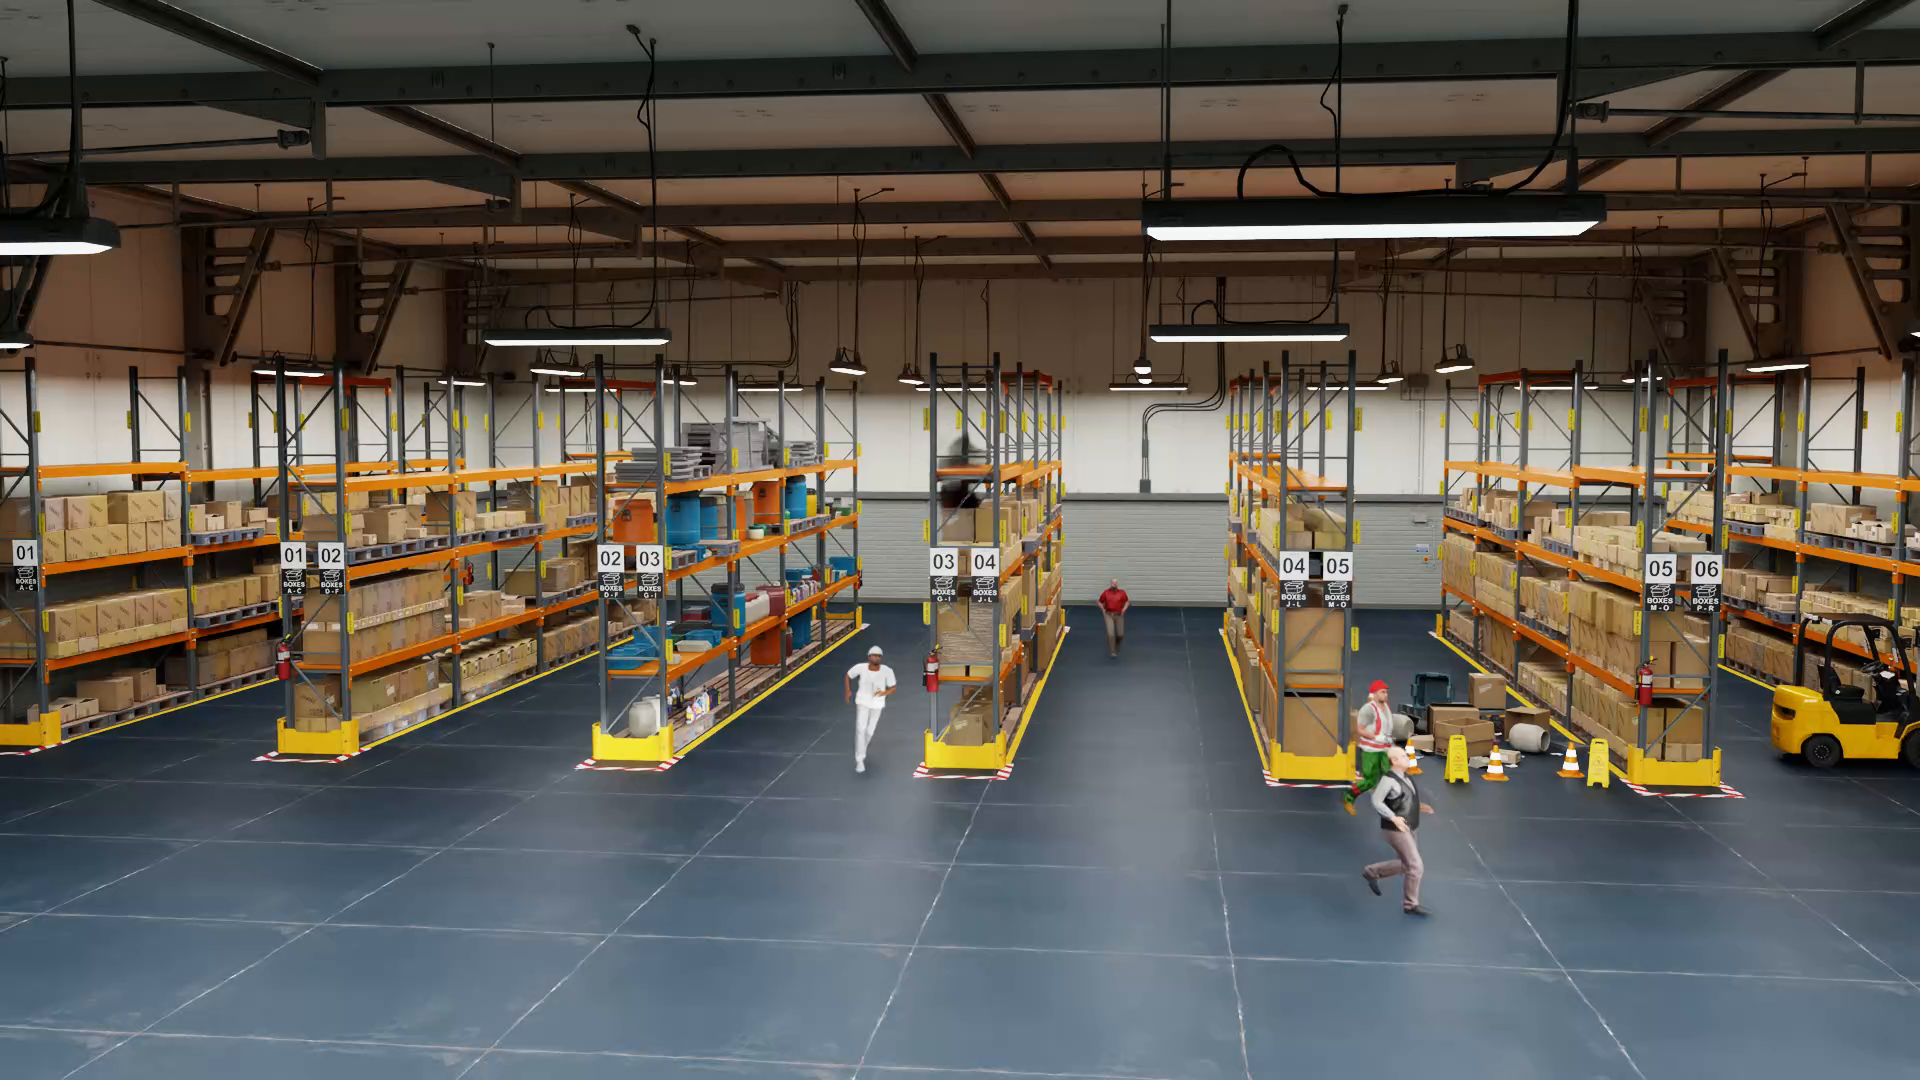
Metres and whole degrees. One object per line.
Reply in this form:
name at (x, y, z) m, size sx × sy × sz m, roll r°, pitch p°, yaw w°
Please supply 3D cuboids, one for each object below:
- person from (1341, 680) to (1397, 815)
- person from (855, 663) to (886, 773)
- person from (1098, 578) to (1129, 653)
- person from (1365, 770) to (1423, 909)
person at (5.174, 2.639, 20.761) m, size 0.671 × 1.802 × 0.872 m, roll -3°, pitch 5°, yaw -37°
person at (-1.313, 2.558, 24.219) m, size 0.518 × 1.530 × 0.917 m, roll -1°, pitch 4°, yaw -11°
person at (3.283, 1.614, 35.530) m, size 0.661 × 1.600 × 0.565 m, roll 0°, pitch 4°, yaw 1°
person at (4.444, 3.042, 17.033) m, size 0.668 × 1.405 × 0.444 m, roll 3°, pitch 5°, yaw 35°
